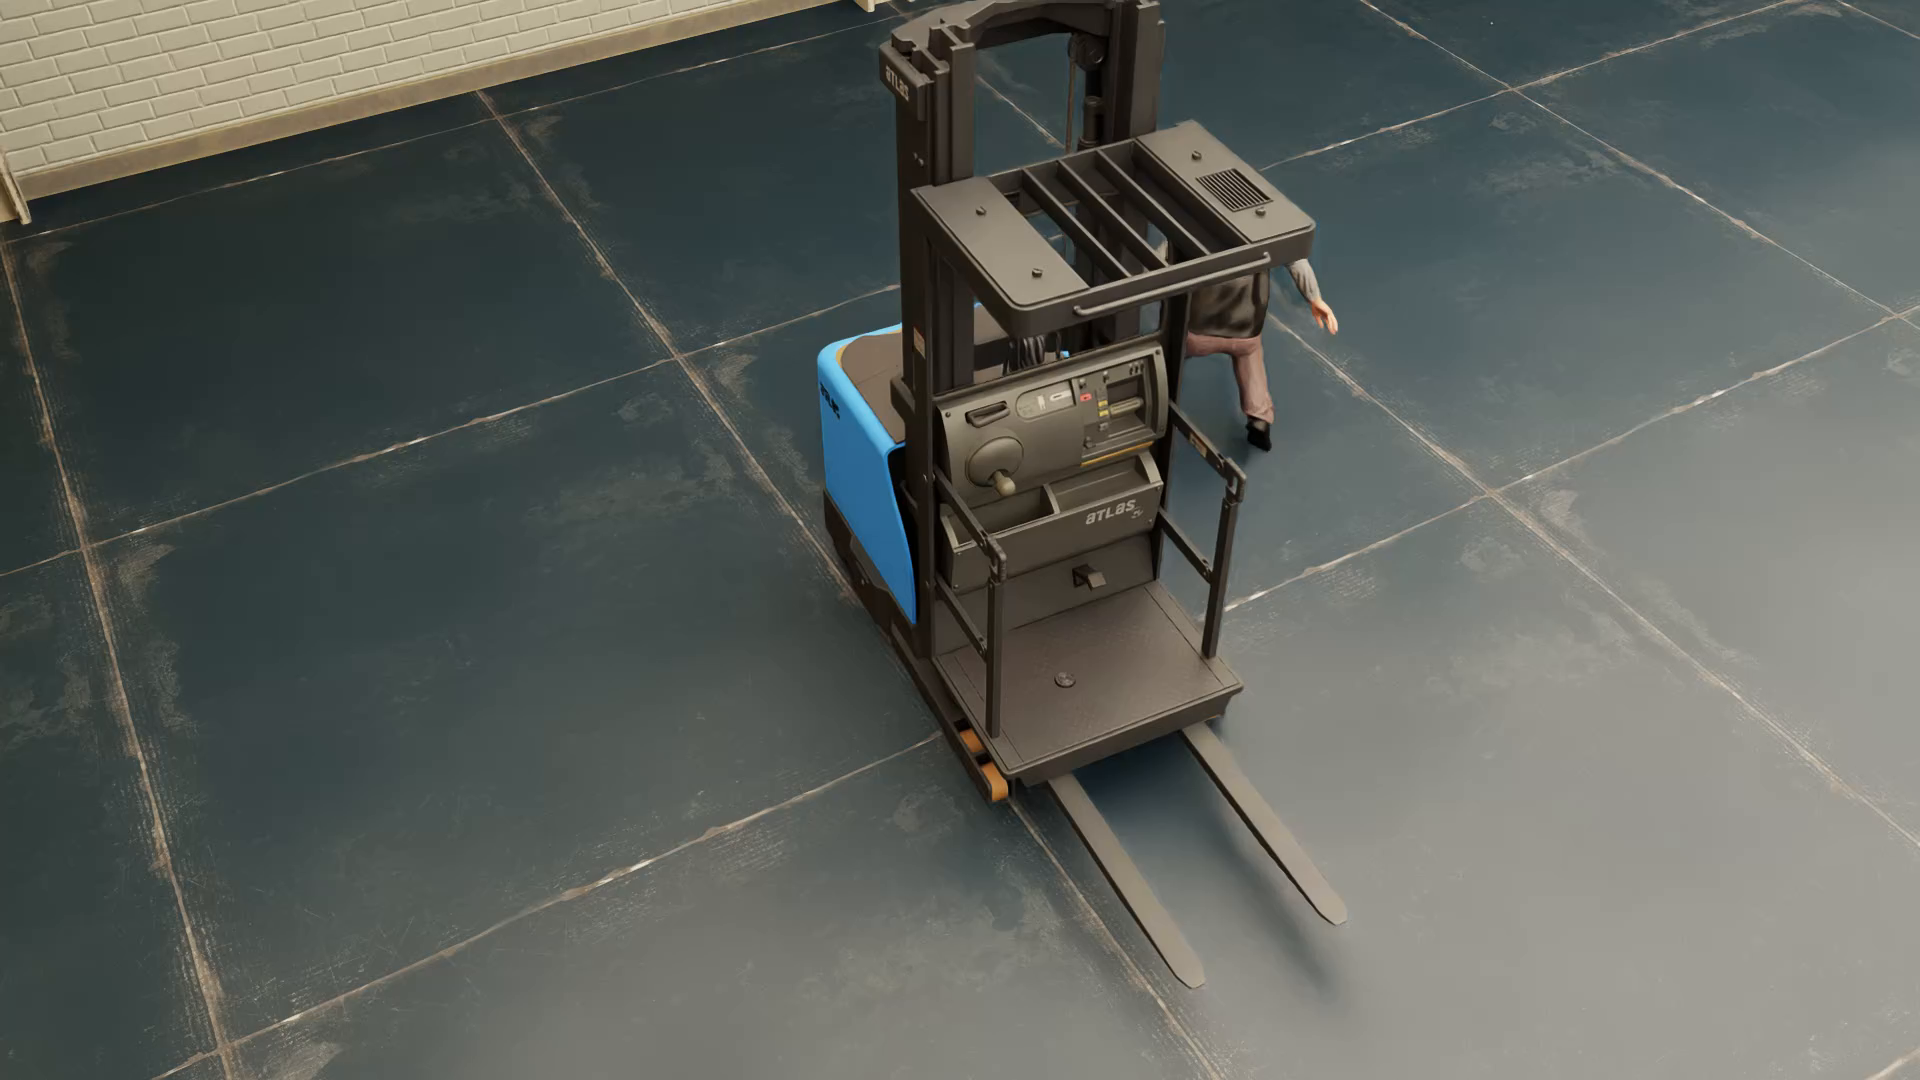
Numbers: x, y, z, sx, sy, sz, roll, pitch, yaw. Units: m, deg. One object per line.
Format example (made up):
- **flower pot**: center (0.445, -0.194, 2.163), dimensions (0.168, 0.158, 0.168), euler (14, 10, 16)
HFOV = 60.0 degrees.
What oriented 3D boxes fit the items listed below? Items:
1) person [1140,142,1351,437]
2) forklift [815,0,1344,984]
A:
- **person**: center (1.319, -1.106, 7.966), dimensions (0.989, 1.638, 0.536), euler (-6, 43, -7)
- **forklift**: center (0.447, -0.378, 6.105), dimensions (1.130, 2.935, 3.031), euler (-18, 46, -18)
